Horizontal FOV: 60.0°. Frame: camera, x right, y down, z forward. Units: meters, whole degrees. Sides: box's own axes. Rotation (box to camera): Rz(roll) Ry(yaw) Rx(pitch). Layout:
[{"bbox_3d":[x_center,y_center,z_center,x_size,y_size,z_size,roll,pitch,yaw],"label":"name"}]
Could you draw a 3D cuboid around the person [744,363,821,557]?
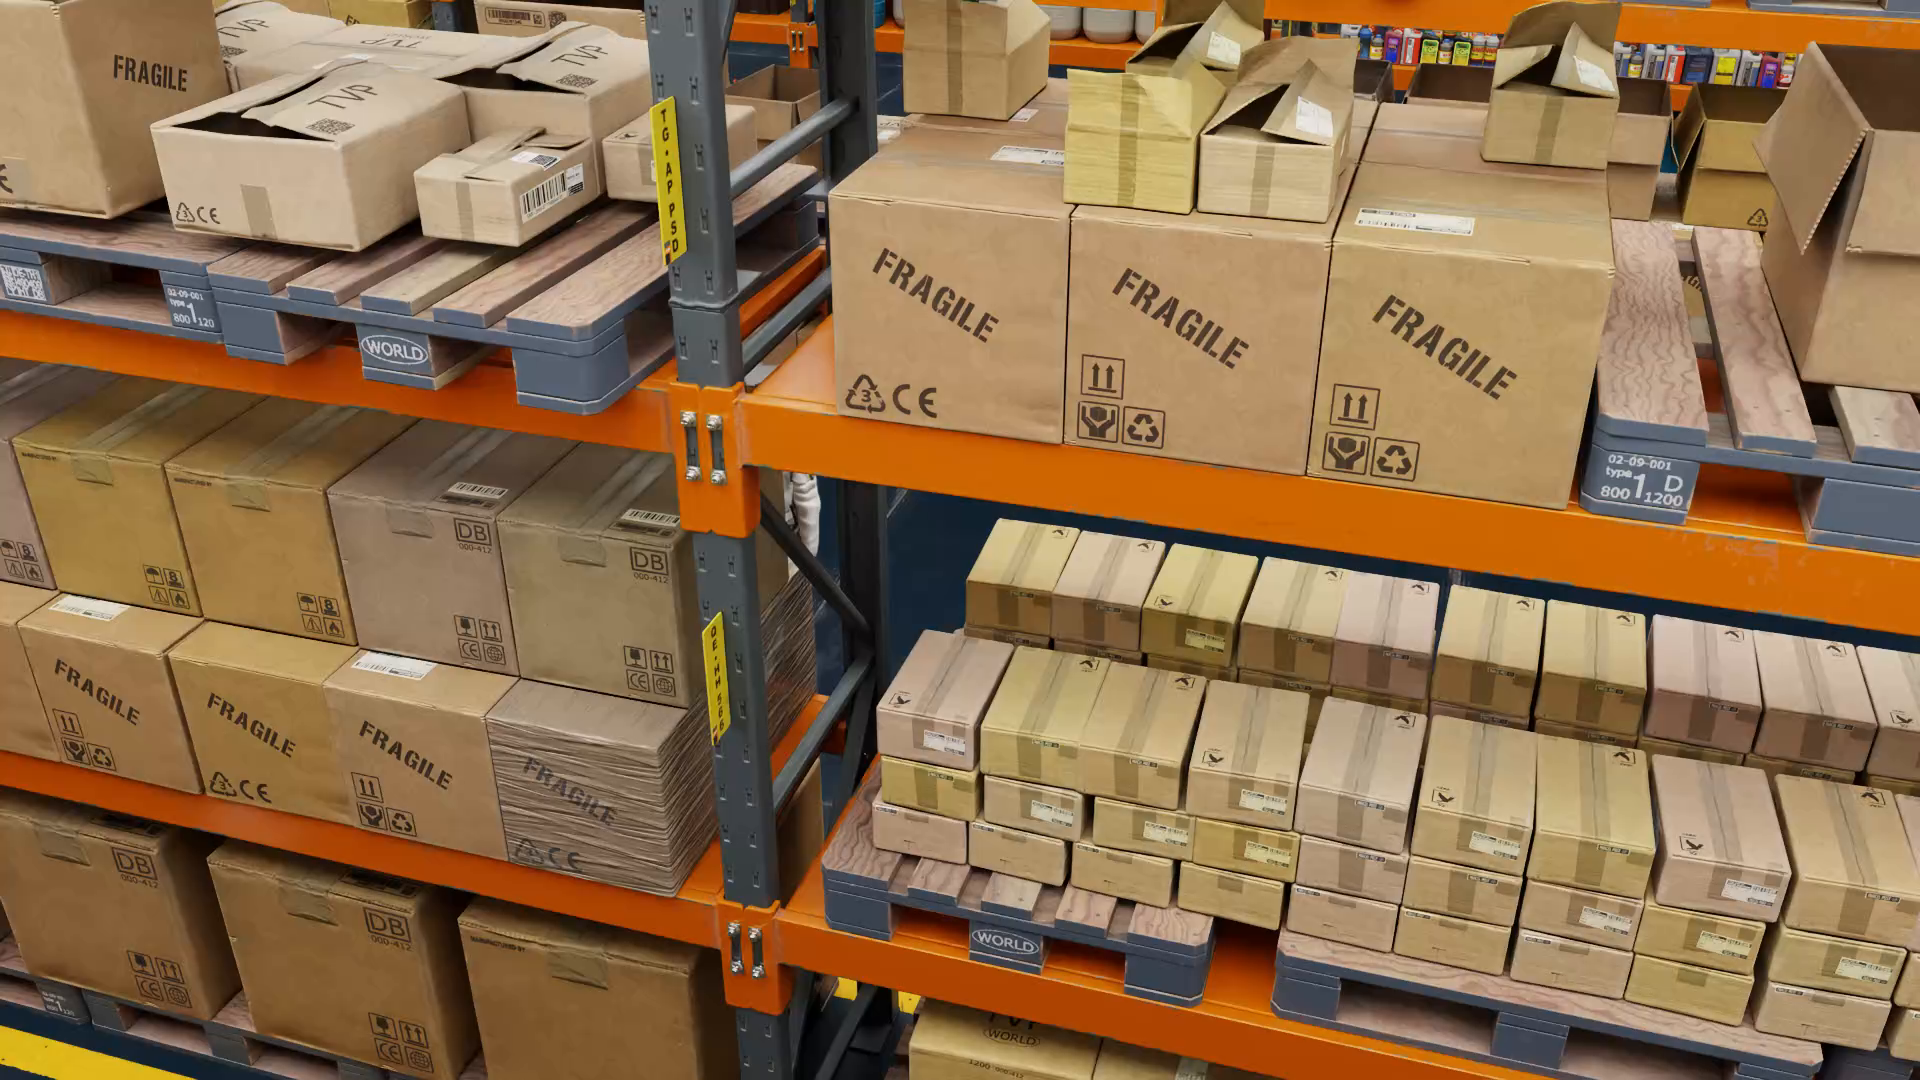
[{"bbox_3d":[-0.815,0.040,7.066,0.469,1.666,0.328,9,31,16],"label":"person"}]
